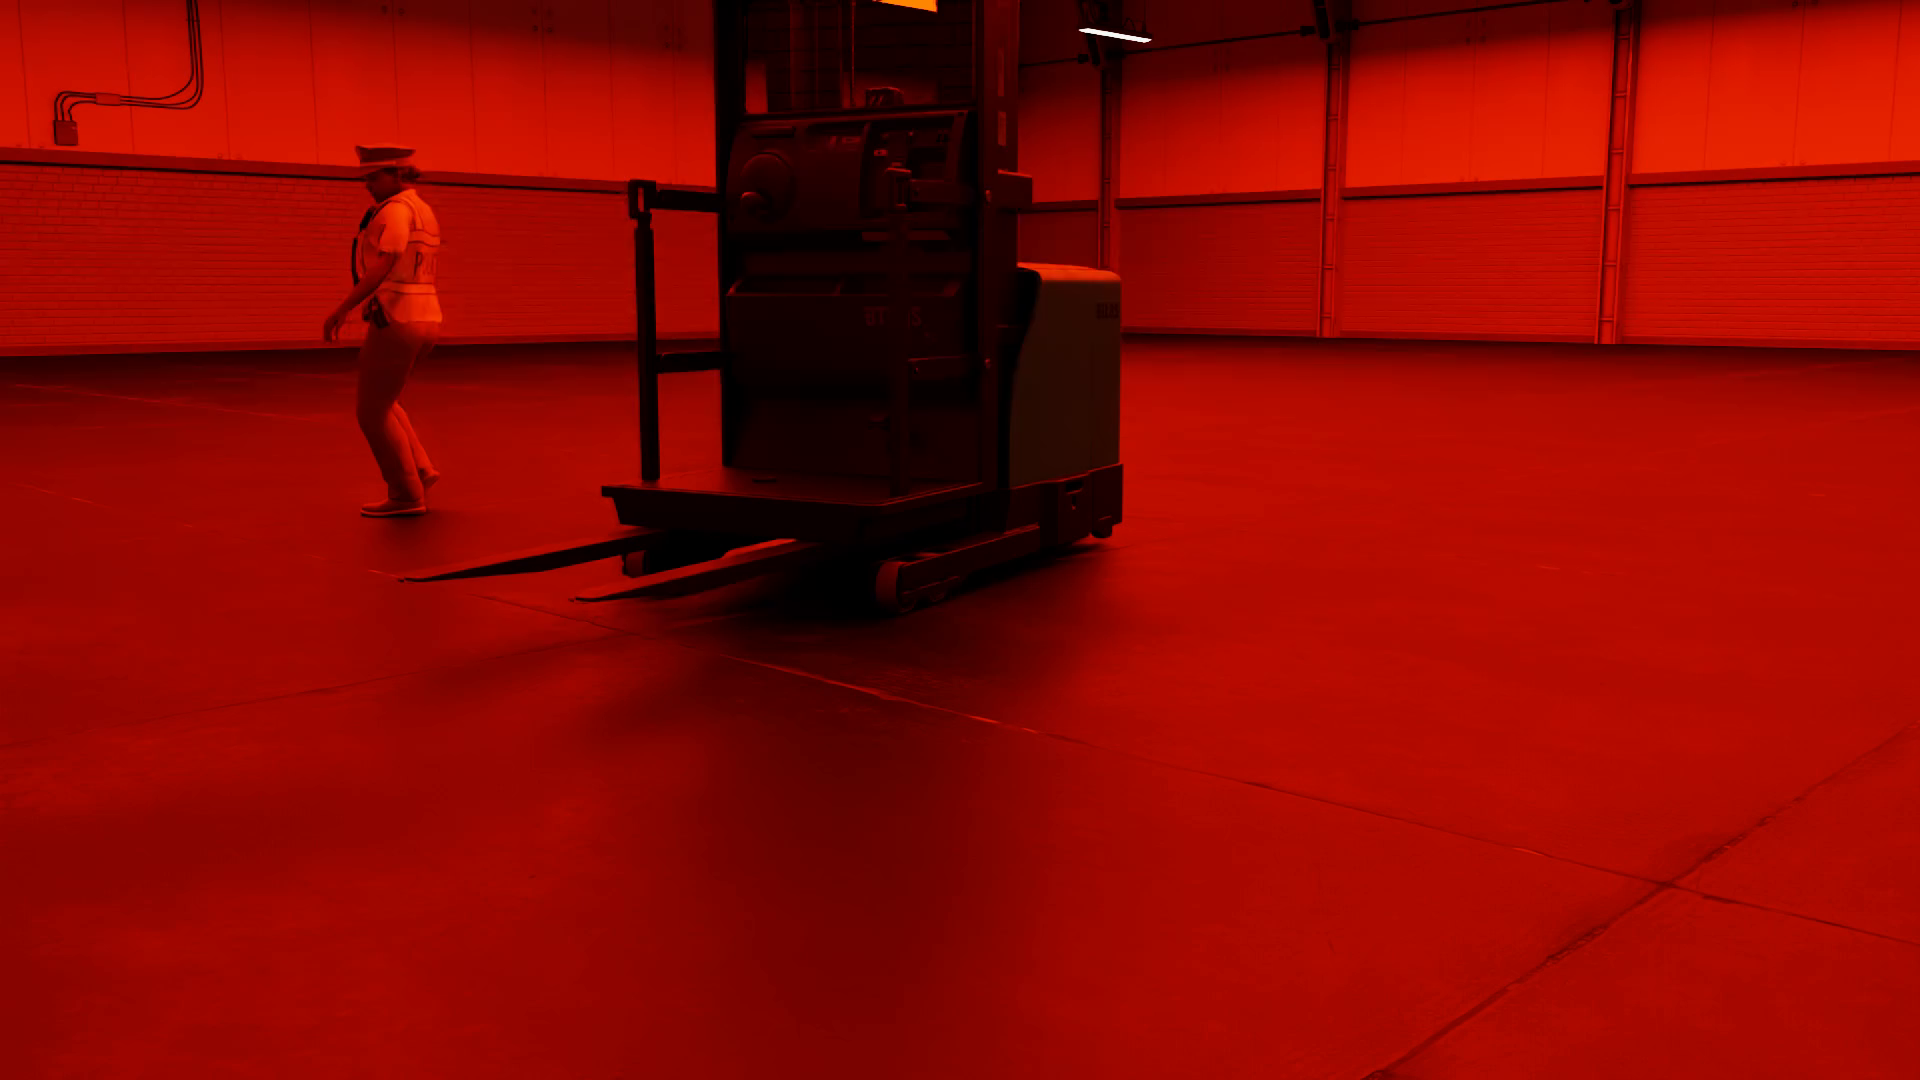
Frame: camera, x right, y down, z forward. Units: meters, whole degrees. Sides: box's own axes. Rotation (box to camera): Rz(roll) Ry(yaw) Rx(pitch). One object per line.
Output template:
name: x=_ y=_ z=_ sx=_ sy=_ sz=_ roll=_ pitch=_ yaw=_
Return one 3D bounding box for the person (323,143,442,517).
person: x=-2.545 y=-0.906 z=7.344 sx=0.461 sy=1.658 sz=0.733 roll=1 pitch=9 yaw=4

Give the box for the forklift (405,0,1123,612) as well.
forklift: x=-0.495 y=-1.299 z=5.501 sx=1.130 sy=2.935 sz=3.031 roll=5 pitch=10 yaw=28
